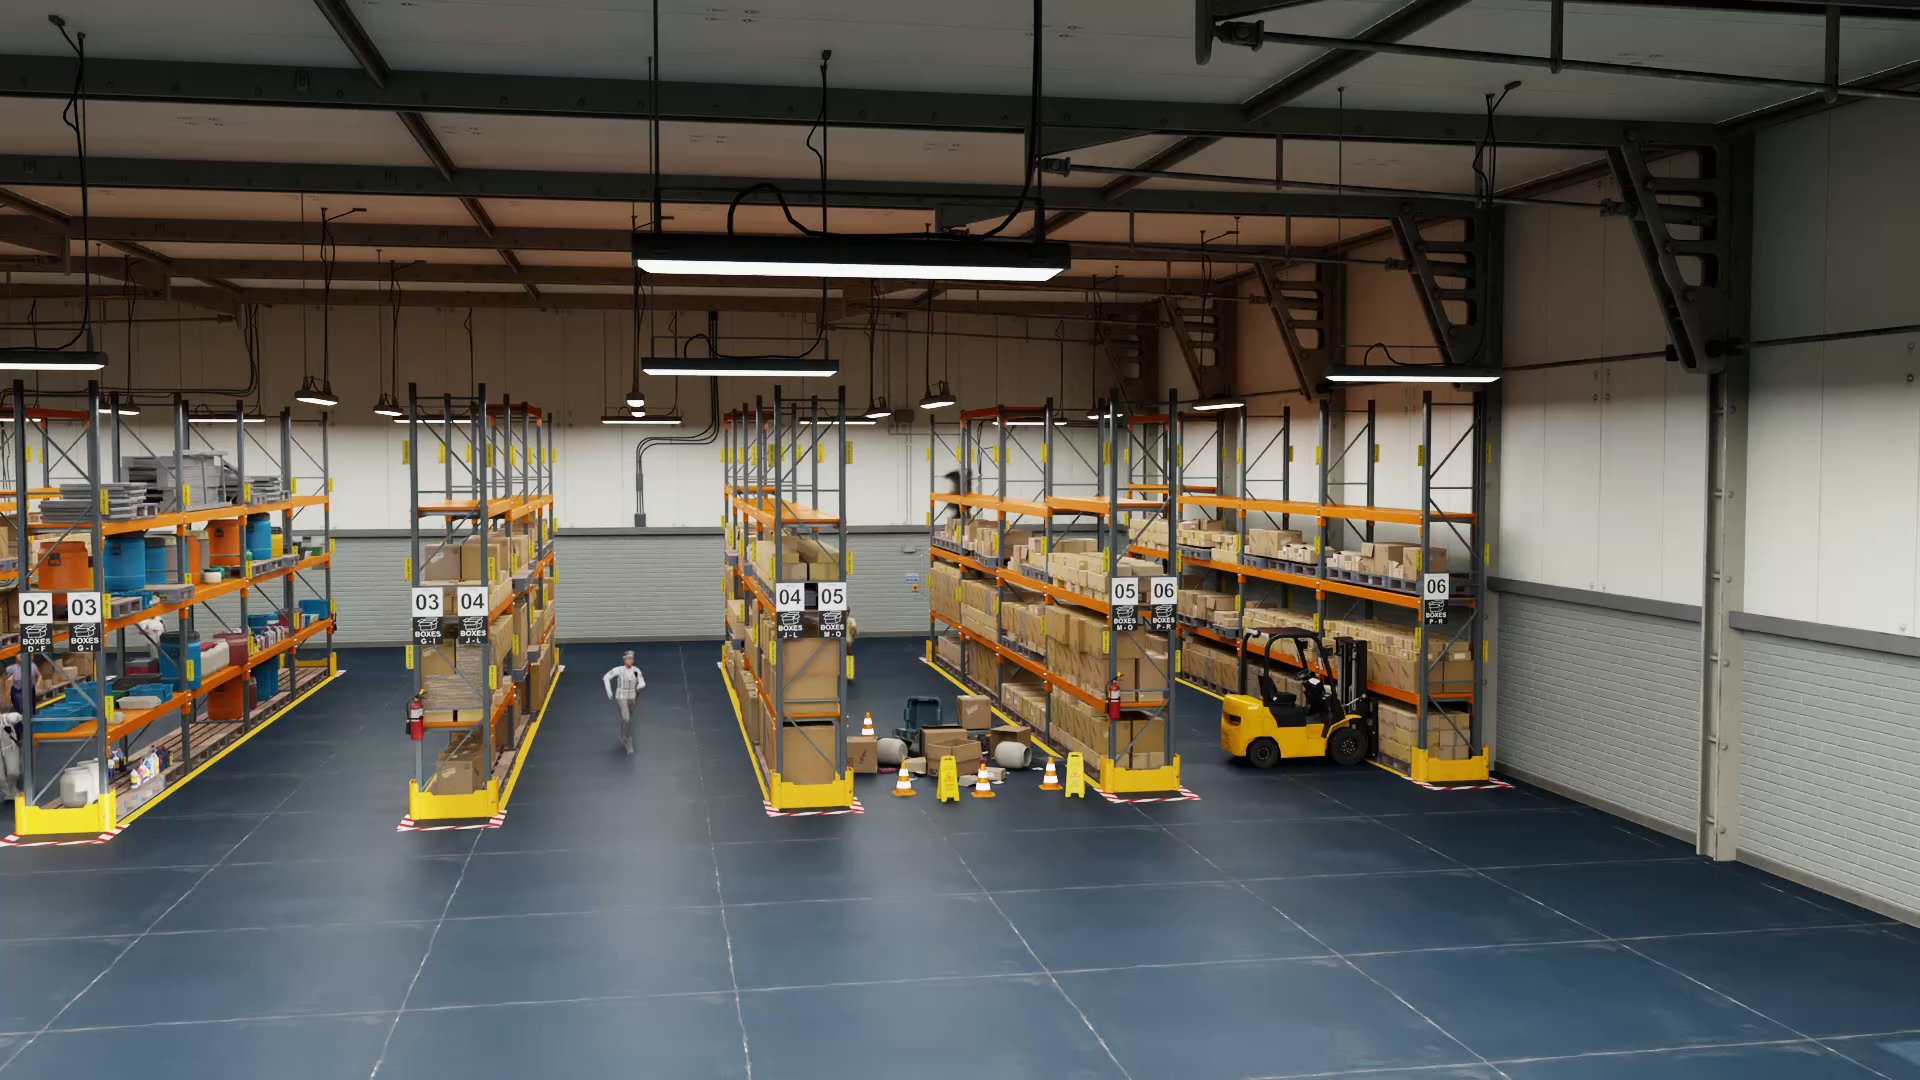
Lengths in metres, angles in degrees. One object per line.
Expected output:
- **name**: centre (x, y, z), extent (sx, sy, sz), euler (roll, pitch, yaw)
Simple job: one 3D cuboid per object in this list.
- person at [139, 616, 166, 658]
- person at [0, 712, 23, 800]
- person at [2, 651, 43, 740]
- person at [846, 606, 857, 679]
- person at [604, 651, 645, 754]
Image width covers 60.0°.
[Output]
- **person**: centre (-18.045, 2.294, 37.270), extent (0.666, 1.641, 0.841), euler (-2, 4, -36)
- **person**: centre (-13.731, 3.070, 23.805), extent (0.652, 1.450, 1.024), euler (-1, 3, -24)
- **person**: centre (-16.564, 2.761, 29.507), extent (0.799, 1.623, 0.631), euler (2, 3, 33)
- **person**: centre (-2.562, 2.304, 36.861), extent (0.562, 1.681, 0.847), euler (0, 3, -4)
- **person**: centre (-5.692, 2.733, 28.233), extent (0.647, 1.733, 0.845), euler (-2, 3, -33)
